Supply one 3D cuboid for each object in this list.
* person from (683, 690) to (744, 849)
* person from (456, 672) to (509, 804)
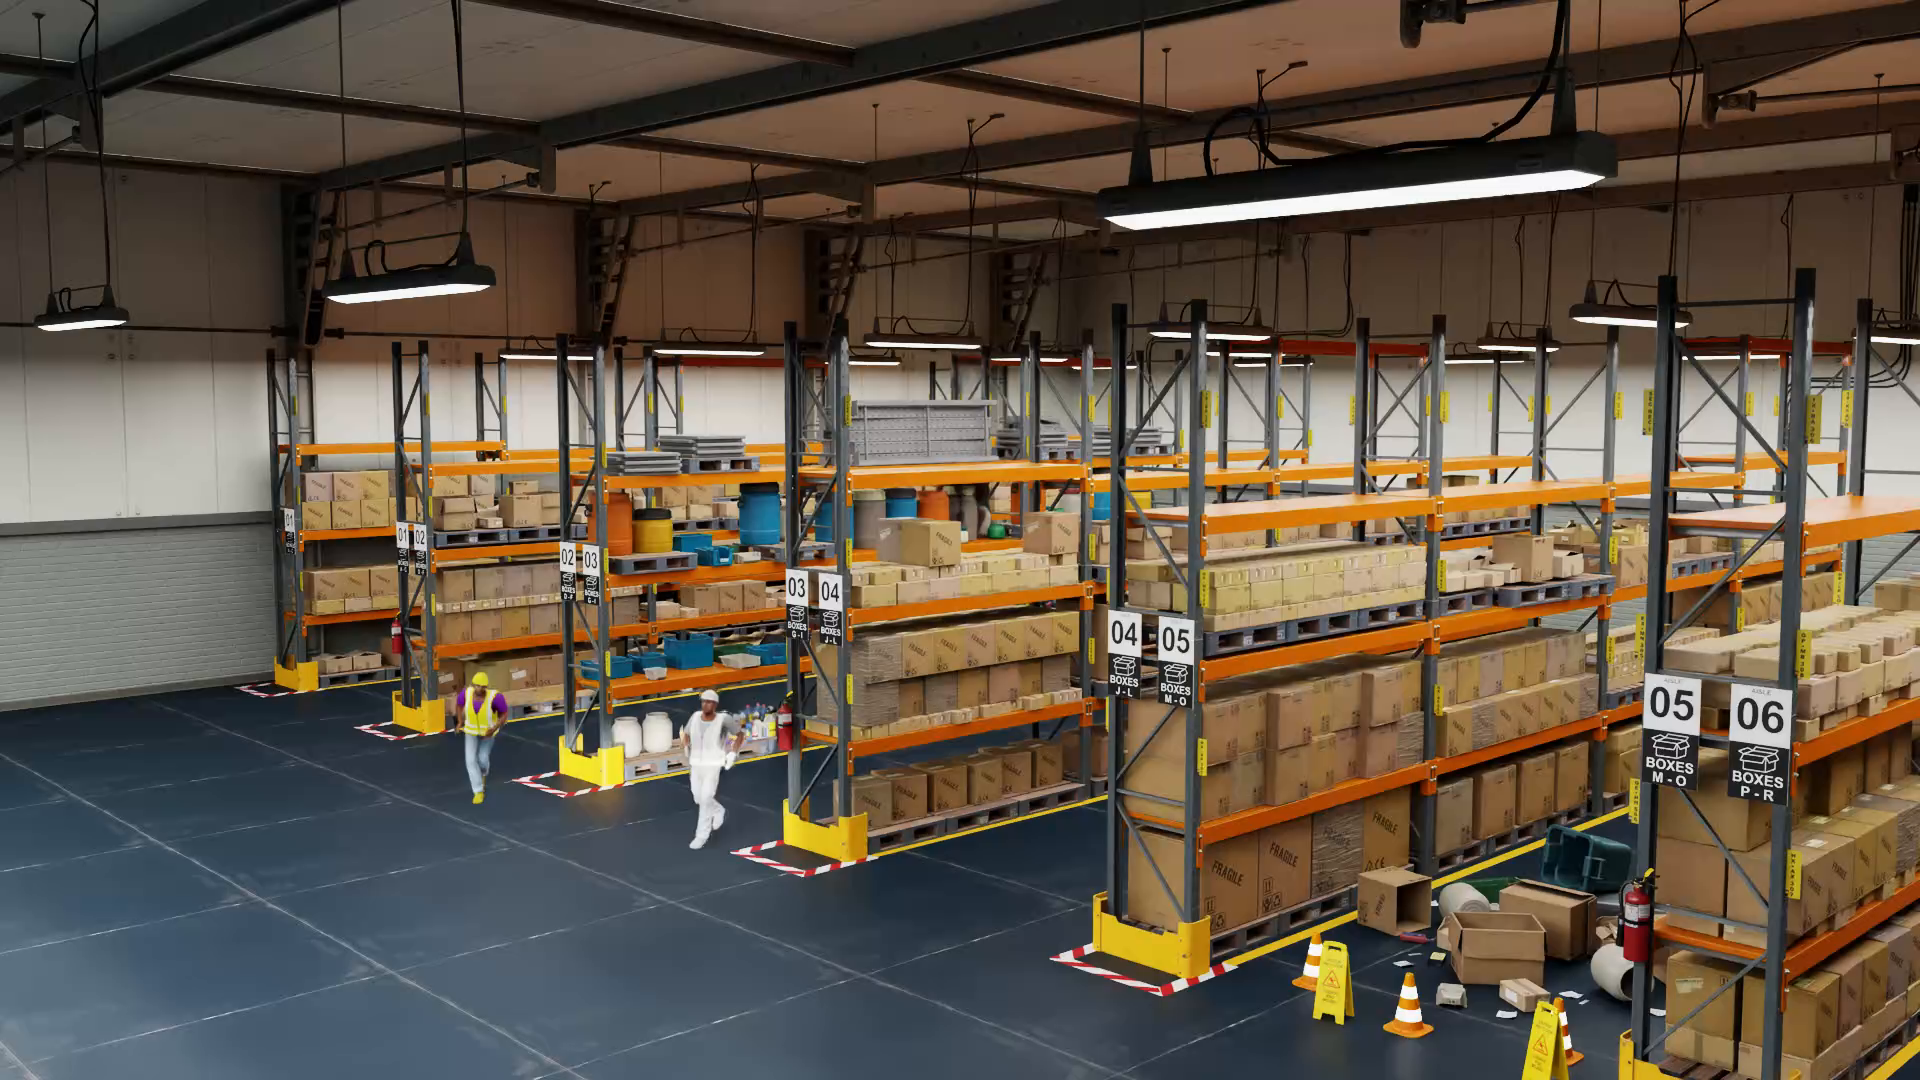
[{"bbox_3d":[-2.919,2.613,19.265,0.700,1.768,0.895,2,5,21],"label":"person"},{"bbox_3d":[-6.149,2.487,21.470,0.675,1.696,1.007,-1,5,-7],"label":"person"}]
